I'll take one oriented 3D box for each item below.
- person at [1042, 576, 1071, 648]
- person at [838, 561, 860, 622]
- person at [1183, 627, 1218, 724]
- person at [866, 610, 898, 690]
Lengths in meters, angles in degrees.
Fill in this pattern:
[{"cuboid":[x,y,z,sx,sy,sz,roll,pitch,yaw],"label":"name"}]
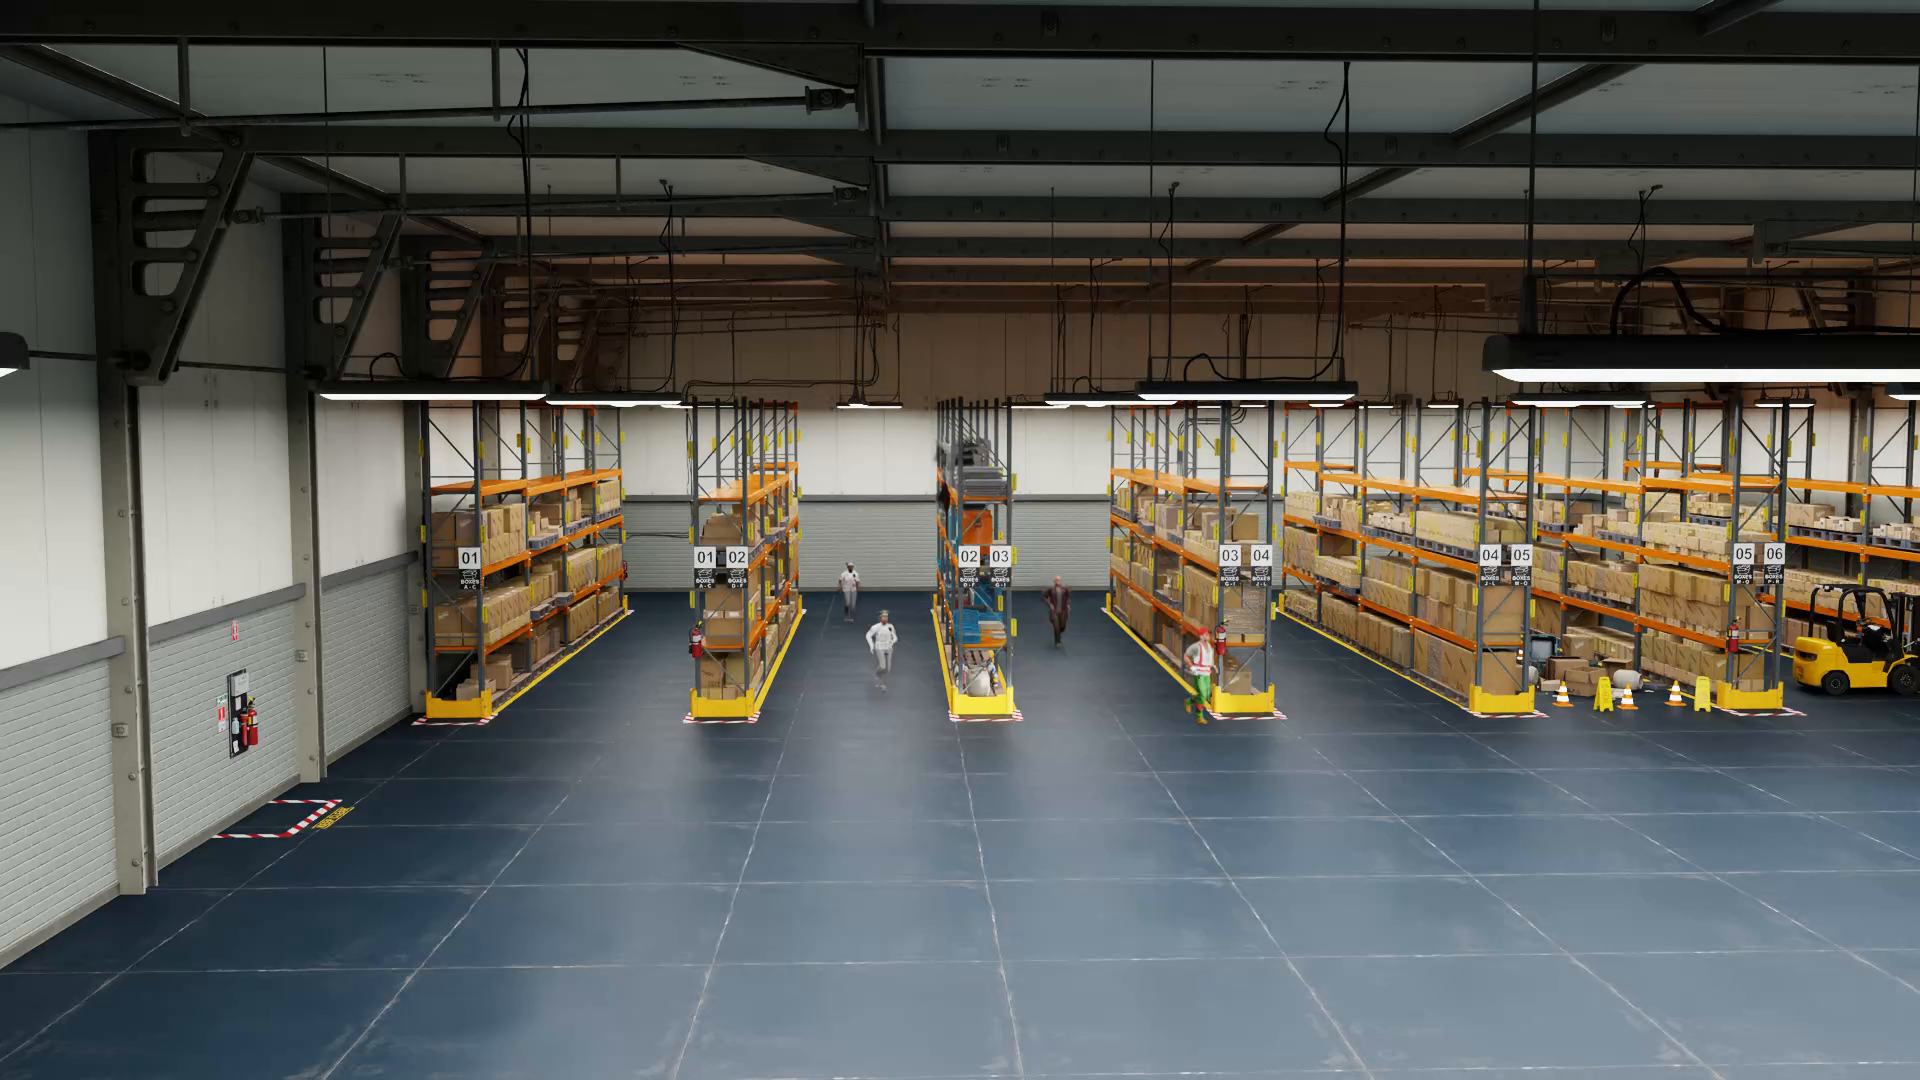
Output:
[{"cuboid":[2.368,1.737,40.532,0.712,1.739,0.653,-1,4,-9],"label":"person"},{"cuboid":[-2.980,1.401,45.014,0.558,1.662,0.635,-1,5,-13],"label":"person"},{"cuboid":[4.441,2.490,30.800,0.711,1.754,0.727,-3,5,-35],"label":"person"},{"cuboid":[-1.551,2.260,34.034,0.607,1.656,0.561,-2,5,-22],"label":"person"}]
